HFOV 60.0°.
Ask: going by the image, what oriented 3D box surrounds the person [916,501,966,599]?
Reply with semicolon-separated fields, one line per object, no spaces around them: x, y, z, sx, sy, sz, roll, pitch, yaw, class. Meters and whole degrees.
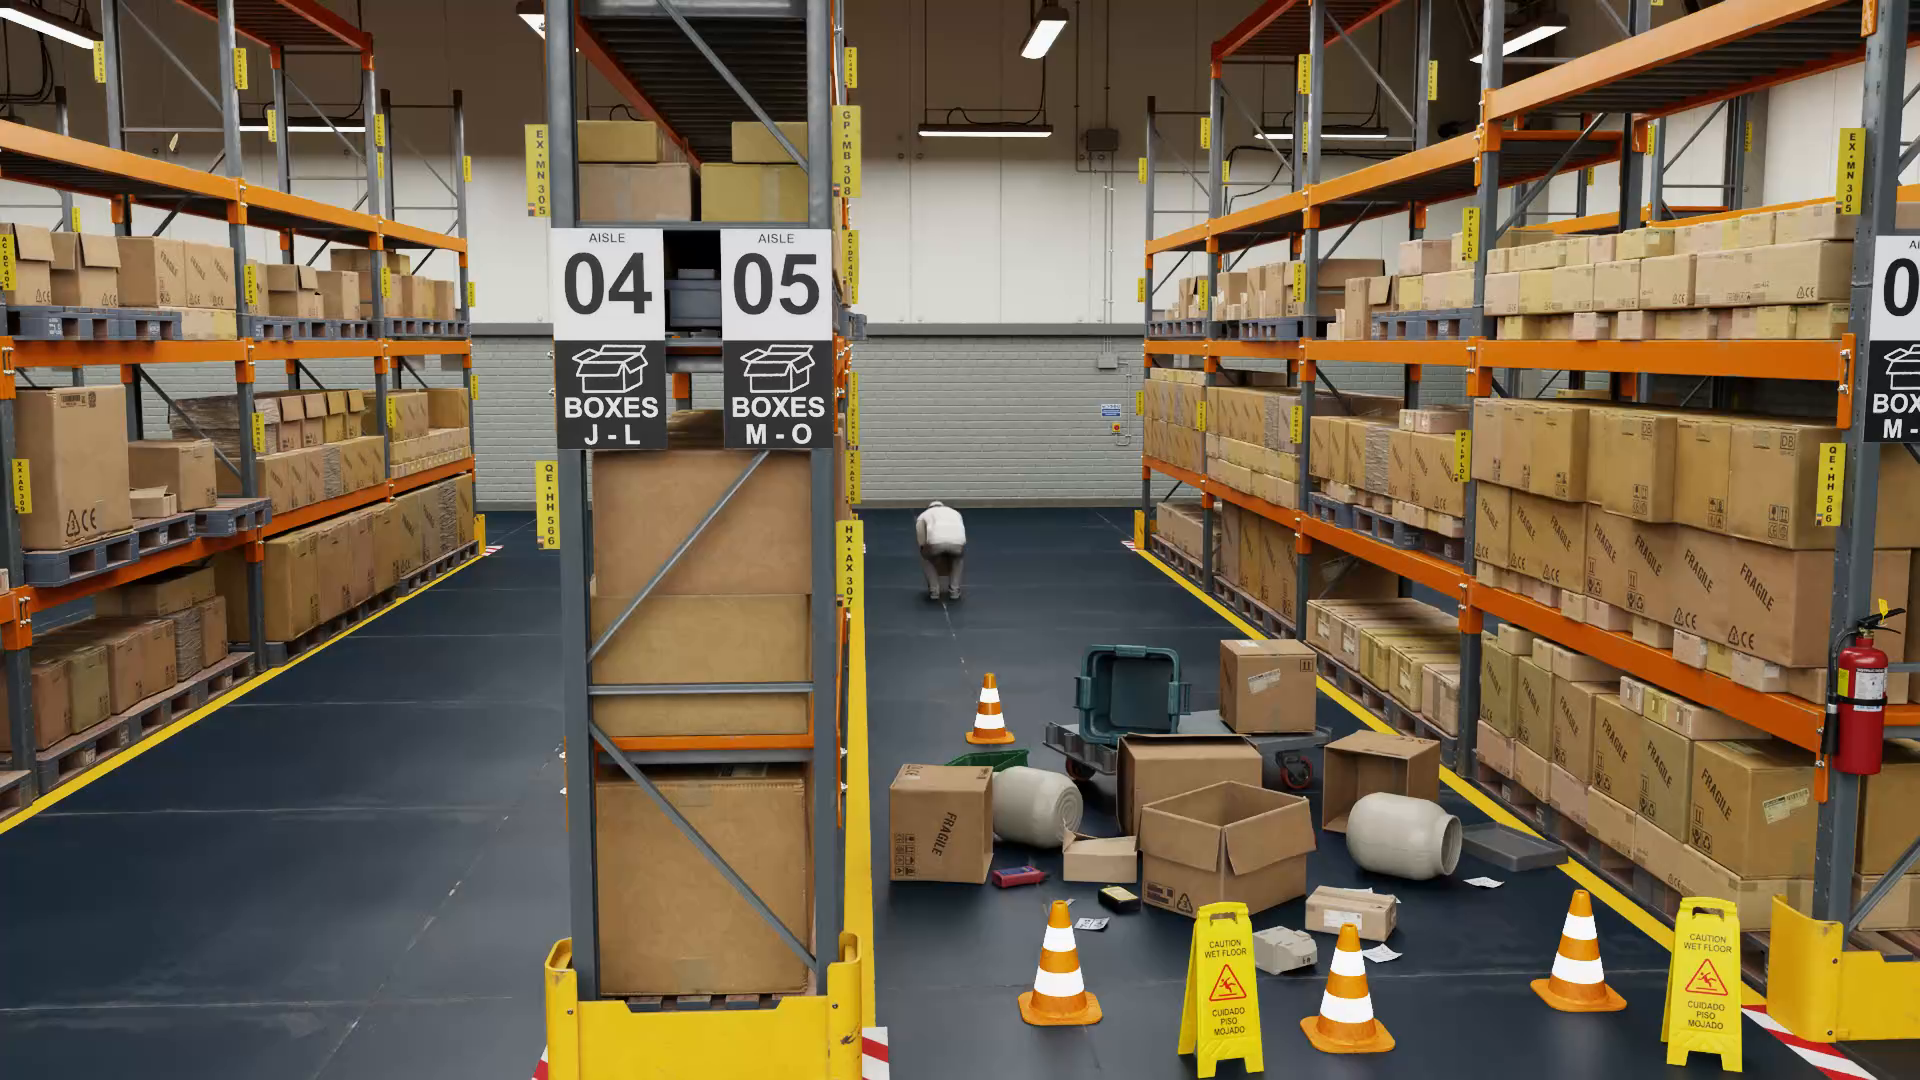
-0.213;0.115;18.348;0.527;1.017;0.948;-1;7;-6;person
